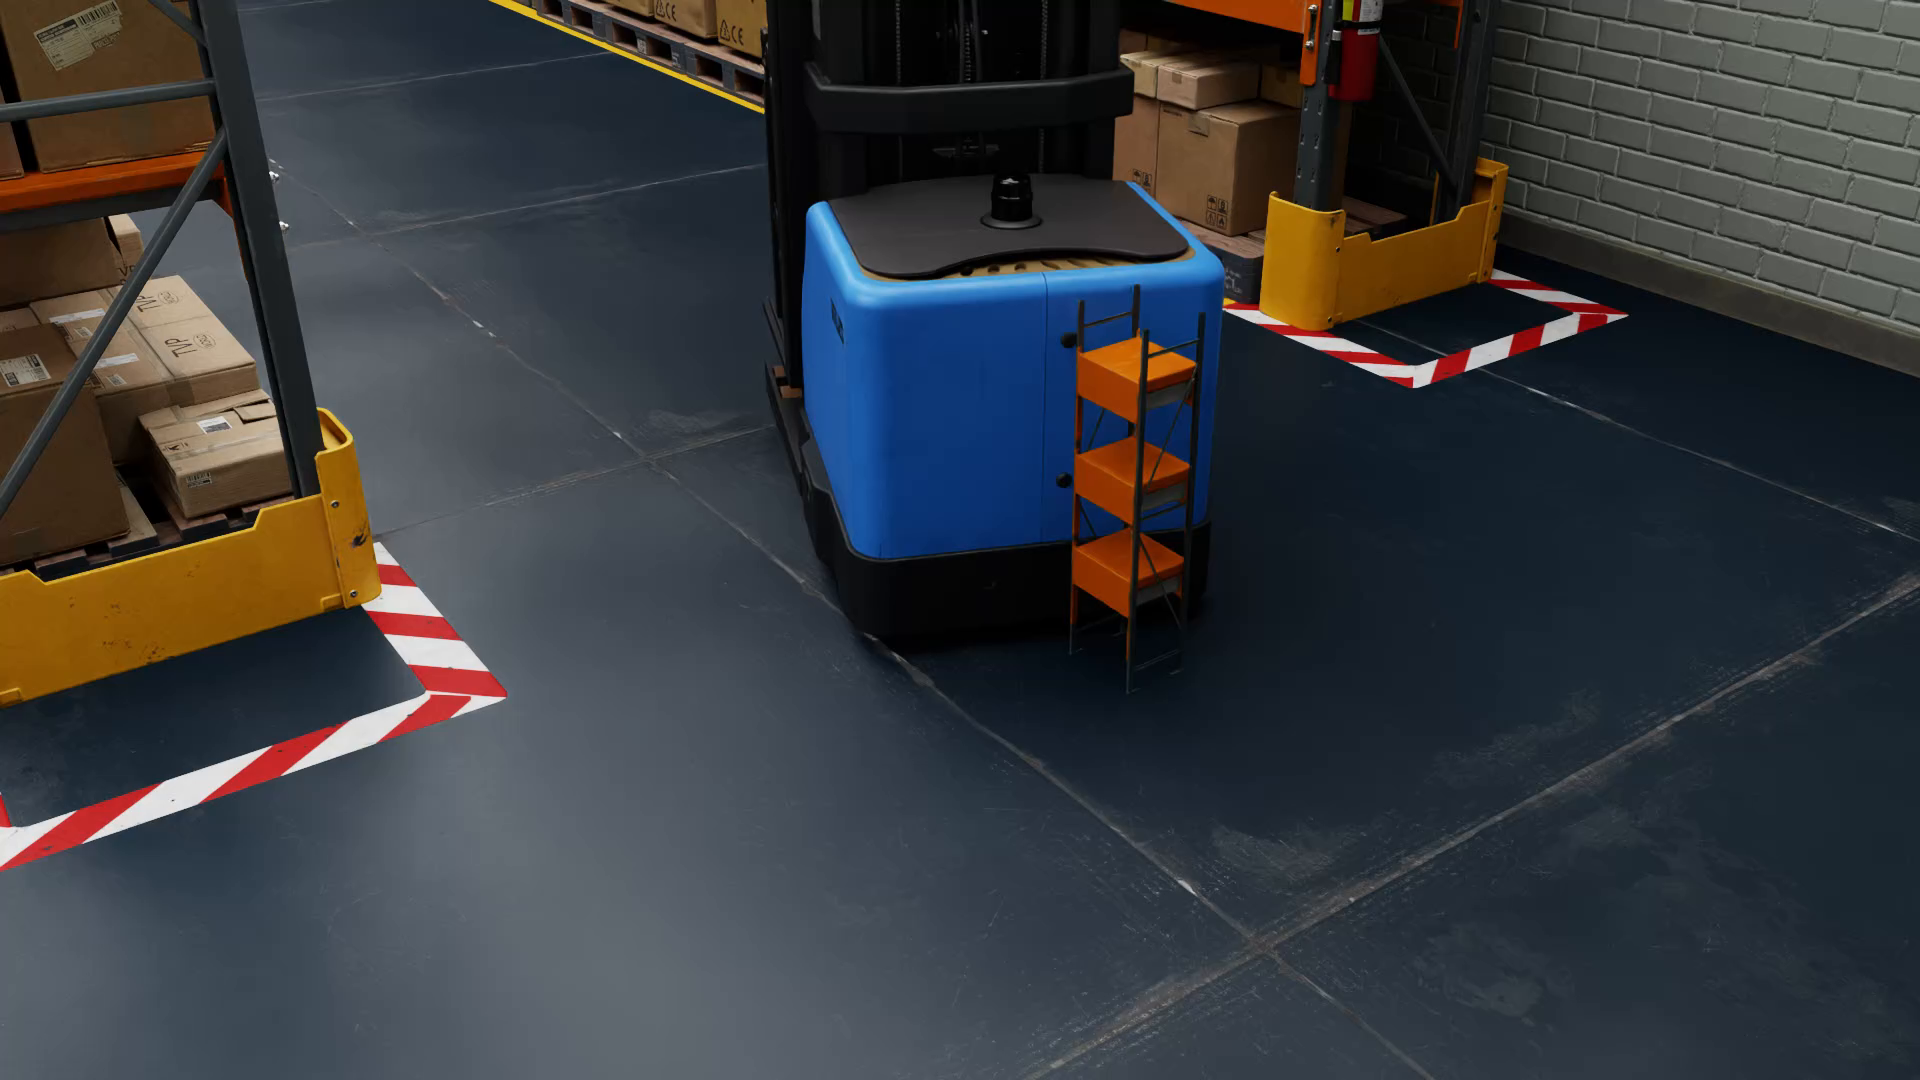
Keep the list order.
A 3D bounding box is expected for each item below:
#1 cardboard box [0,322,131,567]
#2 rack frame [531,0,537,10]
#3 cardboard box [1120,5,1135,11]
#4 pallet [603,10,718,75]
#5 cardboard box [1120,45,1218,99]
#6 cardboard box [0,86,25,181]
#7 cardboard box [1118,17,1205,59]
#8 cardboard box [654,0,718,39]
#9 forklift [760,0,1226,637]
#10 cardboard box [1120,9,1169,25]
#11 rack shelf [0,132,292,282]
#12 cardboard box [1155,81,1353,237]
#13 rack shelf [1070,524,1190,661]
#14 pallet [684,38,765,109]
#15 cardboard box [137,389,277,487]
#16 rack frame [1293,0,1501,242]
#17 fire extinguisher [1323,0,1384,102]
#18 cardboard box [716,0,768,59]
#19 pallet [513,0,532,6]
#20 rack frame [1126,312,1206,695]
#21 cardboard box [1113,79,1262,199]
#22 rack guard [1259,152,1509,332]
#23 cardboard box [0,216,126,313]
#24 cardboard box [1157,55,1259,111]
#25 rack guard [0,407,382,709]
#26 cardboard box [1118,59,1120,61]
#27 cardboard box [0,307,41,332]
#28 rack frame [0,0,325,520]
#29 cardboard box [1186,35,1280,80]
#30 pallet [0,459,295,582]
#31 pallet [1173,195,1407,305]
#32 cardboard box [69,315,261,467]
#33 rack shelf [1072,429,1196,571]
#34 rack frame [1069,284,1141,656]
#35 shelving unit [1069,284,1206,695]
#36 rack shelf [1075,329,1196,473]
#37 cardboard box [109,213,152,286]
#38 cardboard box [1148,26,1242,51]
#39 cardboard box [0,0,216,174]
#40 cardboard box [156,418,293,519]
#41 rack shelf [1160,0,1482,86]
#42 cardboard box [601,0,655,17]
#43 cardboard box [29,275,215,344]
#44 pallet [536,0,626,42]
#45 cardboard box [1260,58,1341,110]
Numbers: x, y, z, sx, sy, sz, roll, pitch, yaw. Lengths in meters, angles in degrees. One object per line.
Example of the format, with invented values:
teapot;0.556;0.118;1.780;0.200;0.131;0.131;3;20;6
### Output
cardboard box;-2.748;-0.264;4.752;0.500;0.500;0.500;-19;34;-31
rack frame;-2.839;-5.509;12.251;1.000;3.000;0.127;-19;34;-31
cardboard box;0.666;-2.612;8.416;0.380;0.149;0.250;-19;34;-31
pallet;-1.740;-3.482;11.441;1.003;0.211;1.213;-19;34;-31
cardboard box;0.942;-2.113;7.497;0.380;0.149;0.250;-18;33;-29
cardboard box;-2.713;-1.169;4.154;0.500;0.500;0.500;-18;33;-29
cardboard box;0.962;-2.414;8.052;0.380;0.149;0.250;-18;33;-30
cardboard box;-1.520;-3.755;10.834;0.750;0.750;0.750;-18;33;-29
forklift;-0.100;-1.706;5.321;1.130;2.935;3.031;-6;29;-11
cardboard box;0.813;-2.514;8.235;0.380;0.149;0.250;-18;33;-30
rack shelf;-3.392;-1.488;5.600;1.077;0.370;4.000;-19;34;-31
cardboard box;1.314;-1.729;7.471;0.700;0.500;0.500;-19;34;-31
rack shelf;0.458;0.135;4.503;0.215;0.259;0.240;-20;34;-30
pallet;-1.028;-3.008;10.567;1.003;0.211;1.213;-19;34;-31
cardboard box;-2.339;-0.330;5.222;0.380;0.166;0.250;-19;34;-31
rack frame;1.801;-2.399;6.524;1.000;3.000;0.127;-19;34;-31
fire extinguisher;1.513;-2.015;6.288;0.296;0.674;0.183;-19;34;-31
cardboard box;-1.002;-3.411;10.199;0.750;0.750;0.750;-18;33;-30
pallet;-3.291;-4.588;13.476;1.003;0.211;1.213;-19;34;-31
rack frame;0.525;-0.070;4.276;0.200;1.050;0.008;-20;34;-30
cardboard box;1.024;-1.924;7.829;0.700;0.500;0.500;-19;34;-31
rack guard;1.815;-1.291;7.104;1.175;0.500;0.348;-19;34;-31
cardboard box;-3.458;-0.949;6.008;0.797;0.503;0.637;-19;34;-31
cardboard box;1.091;-2.014;7.315;0.380;0.149;0.250;-19;34;-31
rack guard;-2.276;0.043;4.647;1.175;0.500;0.348;-19;34;-31
cardboard box;0.731;-2.119;8.188;0.700;0.500;0.500;-20;34;-32
cardboard box;-3.274;-0.532;5.507;0.500;0.250;0.500;-19;34;-31
rack frame;-2.232;-1.026;3.996;1.000;3.000;0.127;-19;34;-31
cardboard box;1.255;-2.218;7.690;0.380;0.149;0.250;-19;34;-31
pallet;-2.739;-0.140;5.287;1.003;0.211;1.213;-19;34;-31
pallet;1.274;-1.463;7.722;1.003;0.211;1.213;-19;34;-31
cardboard box;-2.606;-0.495;5.439;0.500;0.250;0.500;-19;34;-31
rack shelf;0.454;-0.109;4.369;0.215;0.259;0.240;-20;34;-30
rack frame;0.384;-0.165;4.451;0.200;1.050;0.008;-20;34;-30
shelving unit;0.454;-0.118;4.363;0.215;1.050;0.252;-20;34;-30
rack shelf;0.451;-0.357;4.231;0.215;0.259;0.240;-20;34;-30
cardboard box;-3.555;-1.158;6.596;0.500;0.311;0.500;-19;34;-31
cardboard box;1.110;-2.315;7.870;0.380;0.149;0.250;-18;34;-30
cardboard box;-2.274;-1.316;4.425;0.500;0.500;0.500;-18;33;-30
cardboard box;-2.194;-0.225;5.047;0.380;0.149;0.250;-19;34;-31
rack shelf;0.641;-2.860;8.128;1.077;0.370;4.000;-19;34;-31
cardboard box;-2.016;-4.084;11.440;0.750;0.750;0.750;-19;34;-31
cardboard box;-2.896;-0.690;5.797;0.500;0.250;0.500;-19;34;-31
pallet;-2.443;-3.956;12.314;1.003;0.211;1.213;-19;34;-31
cardboard box;1.549;-2.021;7.328;0.380;0.149;0.250;-19;34;-30
